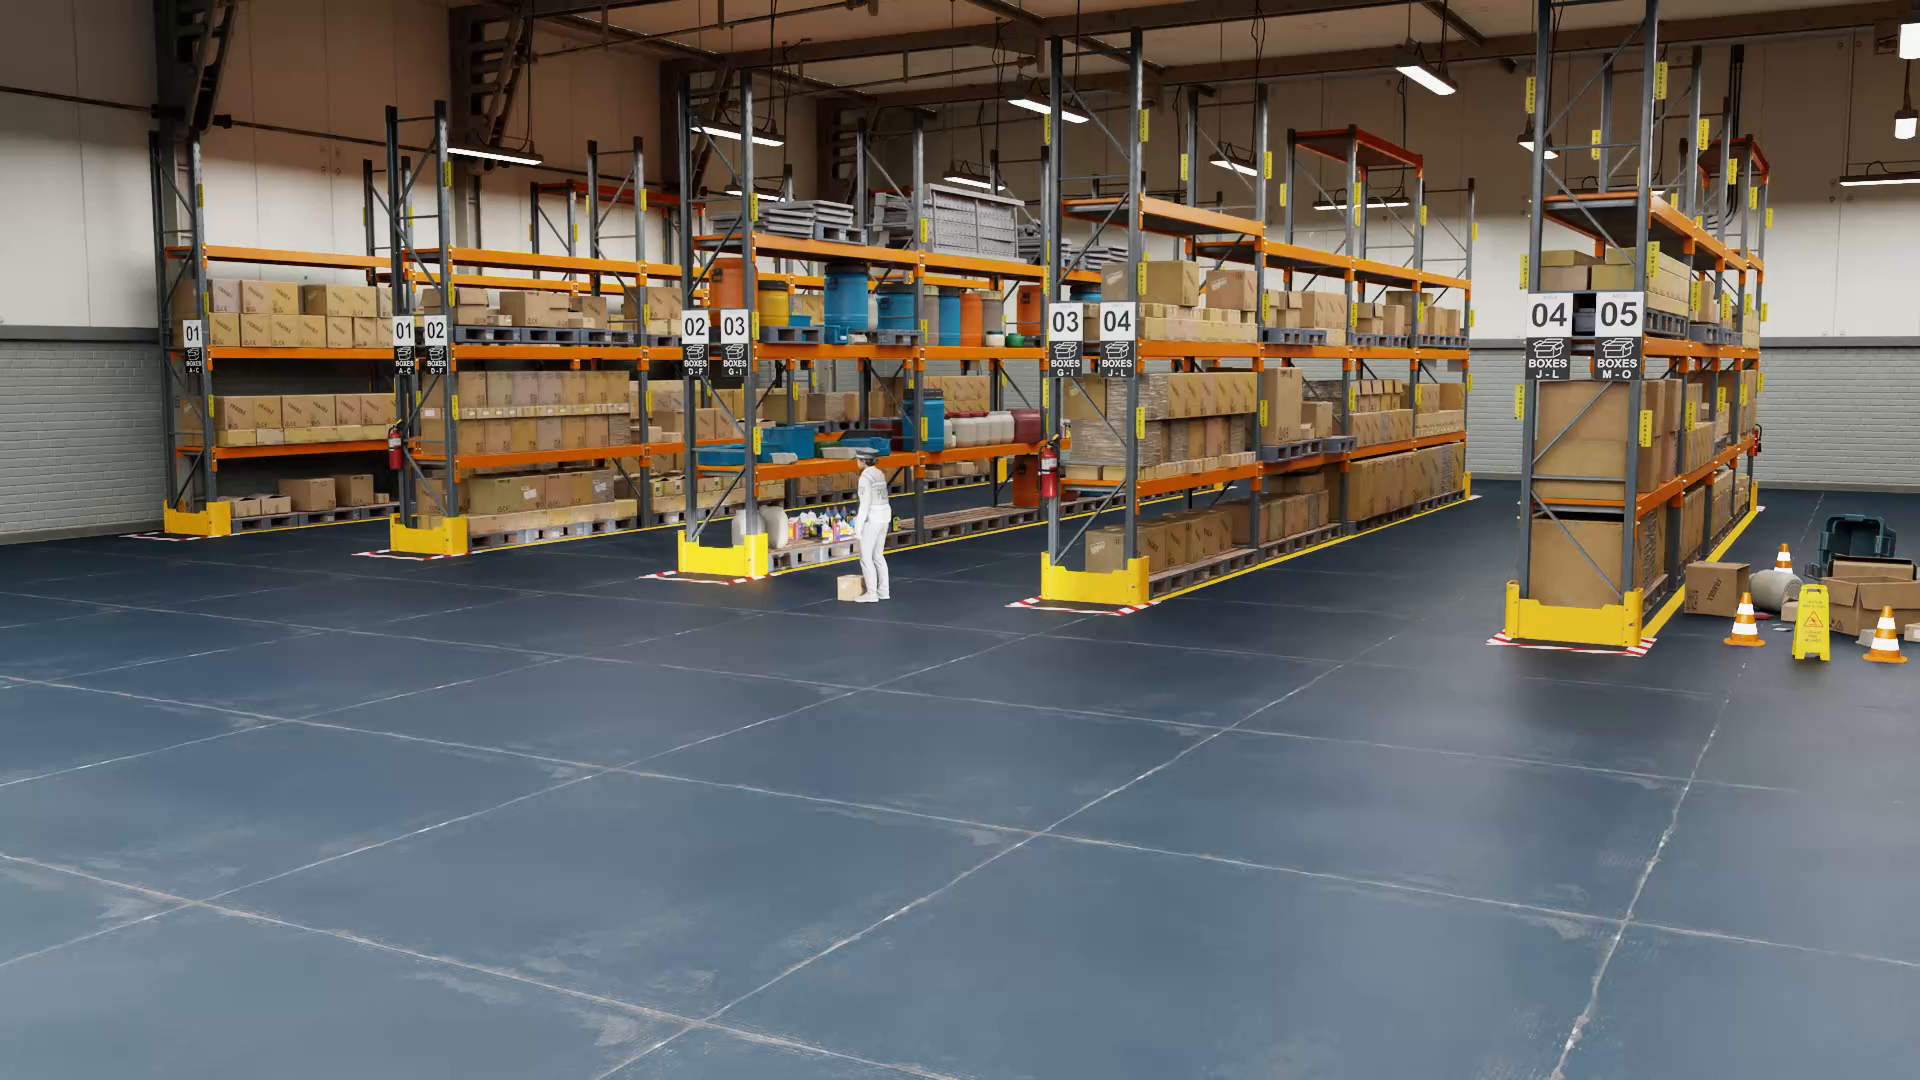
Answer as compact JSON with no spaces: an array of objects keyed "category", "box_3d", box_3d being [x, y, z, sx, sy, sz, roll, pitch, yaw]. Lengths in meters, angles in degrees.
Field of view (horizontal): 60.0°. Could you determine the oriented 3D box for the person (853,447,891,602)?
[{"category":"person","box_3d":[-0.952,-0.169,17.935,0.369,1.667,0.547,3,7,26]}]
